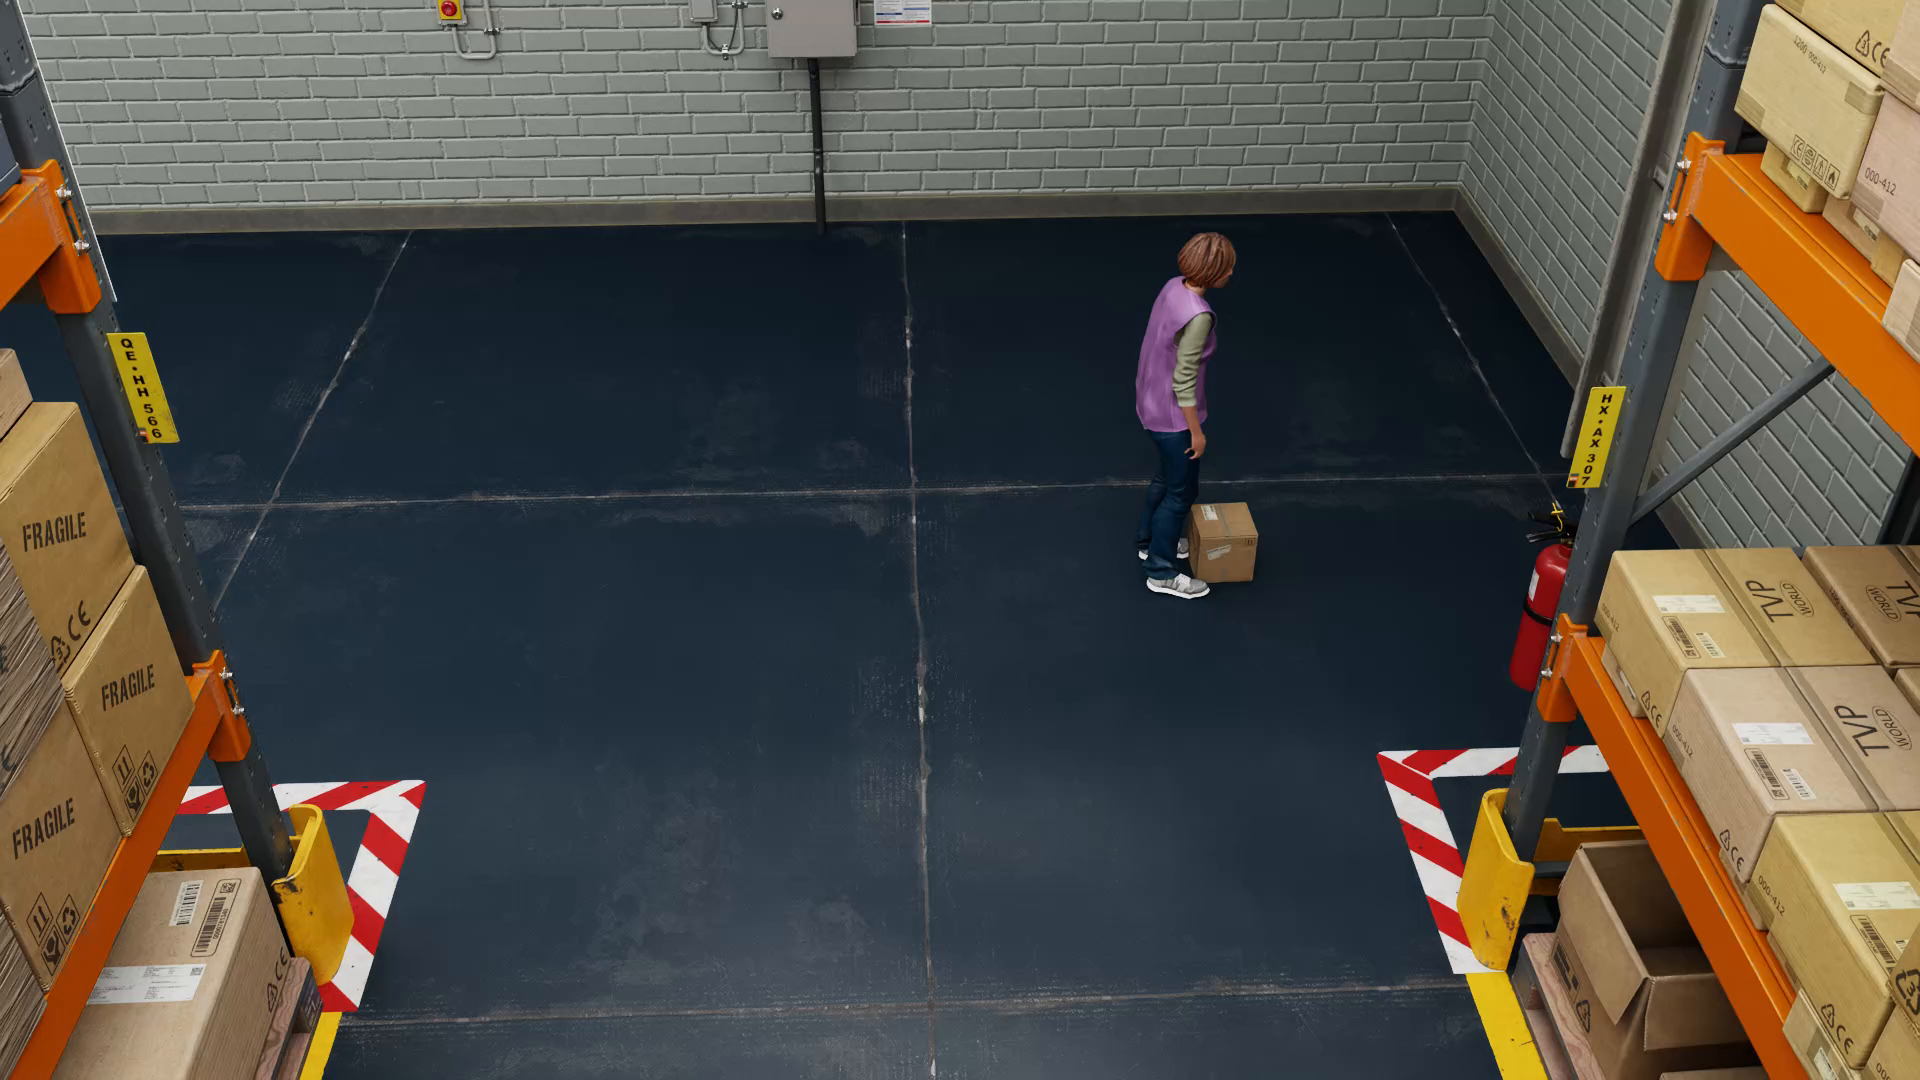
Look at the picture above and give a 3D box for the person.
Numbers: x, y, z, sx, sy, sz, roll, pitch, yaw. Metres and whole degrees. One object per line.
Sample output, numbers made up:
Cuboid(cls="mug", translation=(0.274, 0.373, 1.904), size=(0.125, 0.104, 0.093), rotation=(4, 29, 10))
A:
Cuboid(cls="person", translation=(0.906, -0.518, 6.886), size=(0.347, 1.582, 0.477), rotation=(-2, 36, -3))
